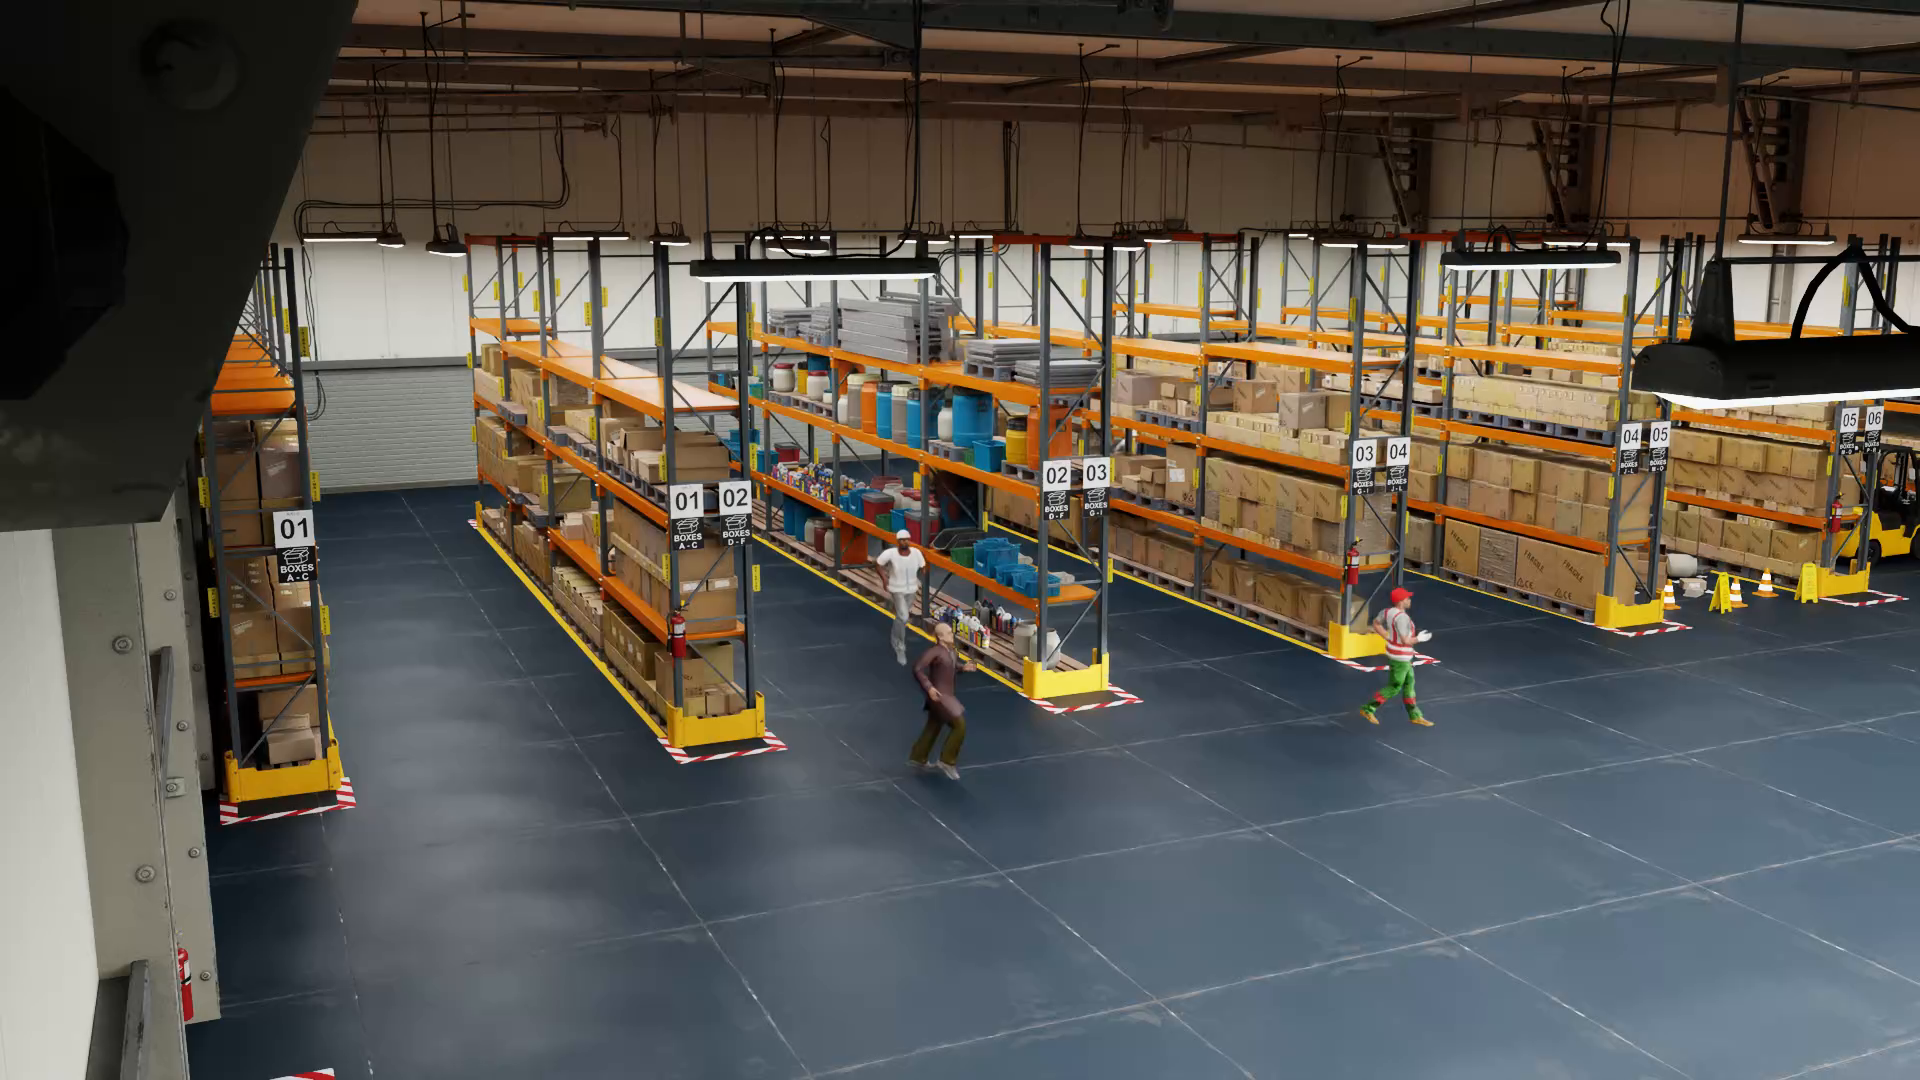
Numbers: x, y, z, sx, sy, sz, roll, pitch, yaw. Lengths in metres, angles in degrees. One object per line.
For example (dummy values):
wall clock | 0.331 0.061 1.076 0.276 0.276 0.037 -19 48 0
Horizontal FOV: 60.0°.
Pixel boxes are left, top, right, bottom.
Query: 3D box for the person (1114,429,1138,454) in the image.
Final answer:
person | 3.666 -1.687 37.456 0.687 1.730 1.031 -8 13 -34

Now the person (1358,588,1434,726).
person | 5.465 1.467 20.686 0.968 1.787 0.647 0 11 2

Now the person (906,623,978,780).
person | -0.209 1.847 19.053 0.825 1.847 0.666 1 11 6

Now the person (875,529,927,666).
person | -0.766 0.777 23.178 0.660 1.888 0.733 -6 13 -30
